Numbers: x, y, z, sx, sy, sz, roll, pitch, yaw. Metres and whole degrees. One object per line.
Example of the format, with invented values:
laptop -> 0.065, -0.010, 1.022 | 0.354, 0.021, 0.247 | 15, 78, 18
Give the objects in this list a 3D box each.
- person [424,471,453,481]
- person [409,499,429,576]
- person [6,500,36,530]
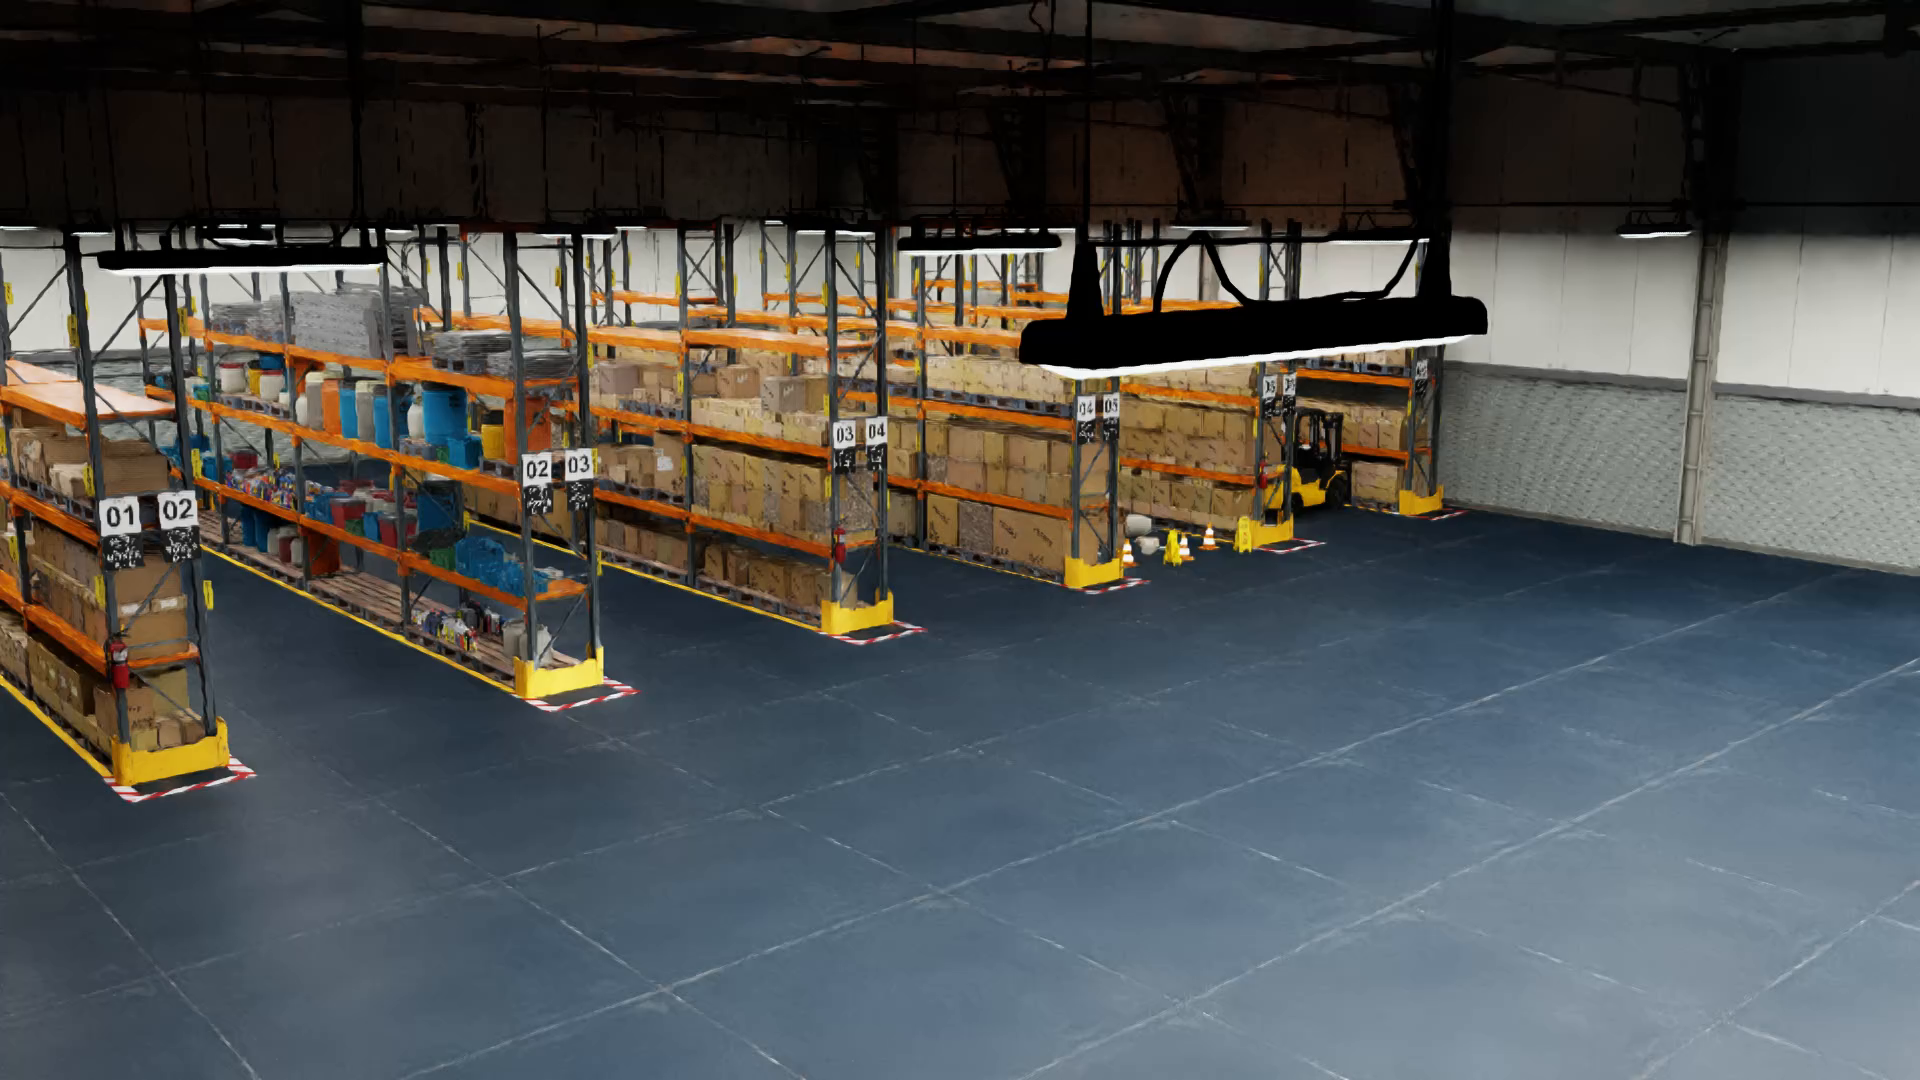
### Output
person -> -10.119, -0.985, 32.377 | 0.544, 1.698, 1.105 | -10, 15, -41
person -> -9.286, -0.174, 28.717 | 0.592, 1.604, 0.518 | -11, 16, -42
person -> -16.352, -0.263, 29.118 | 0.507, 1.619, 0.580 | 11, 16, 43
